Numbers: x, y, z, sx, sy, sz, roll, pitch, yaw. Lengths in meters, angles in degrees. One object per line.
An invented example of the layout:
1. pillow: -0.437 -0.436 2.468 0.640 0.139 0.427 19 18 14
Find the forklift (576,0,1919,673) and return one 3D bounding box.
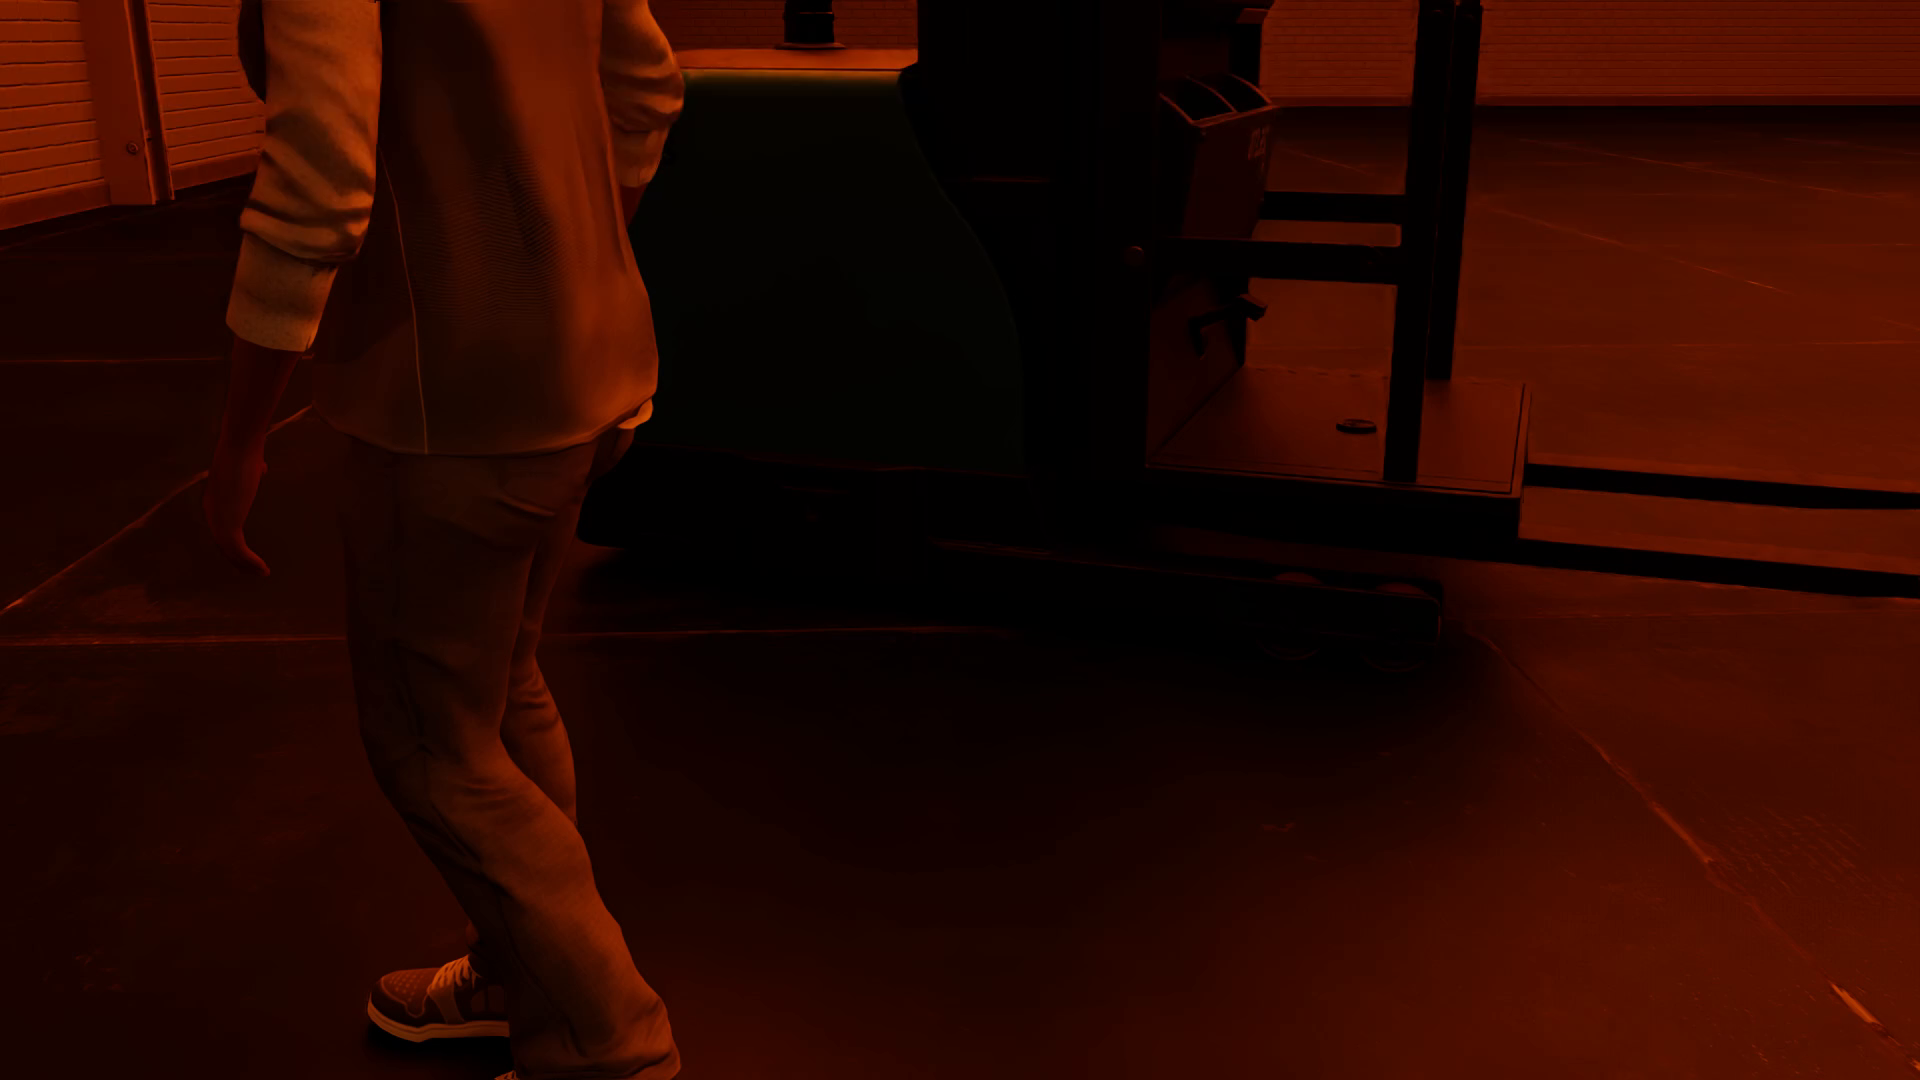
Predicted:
1. forklift: 0.717 -1.328 3.249 3.031 2.935 1.130 6 18 18

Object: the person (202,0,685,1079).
1. person: -0.520 -0.121 1.624 0.449 1.581 0.618 4 17 12
